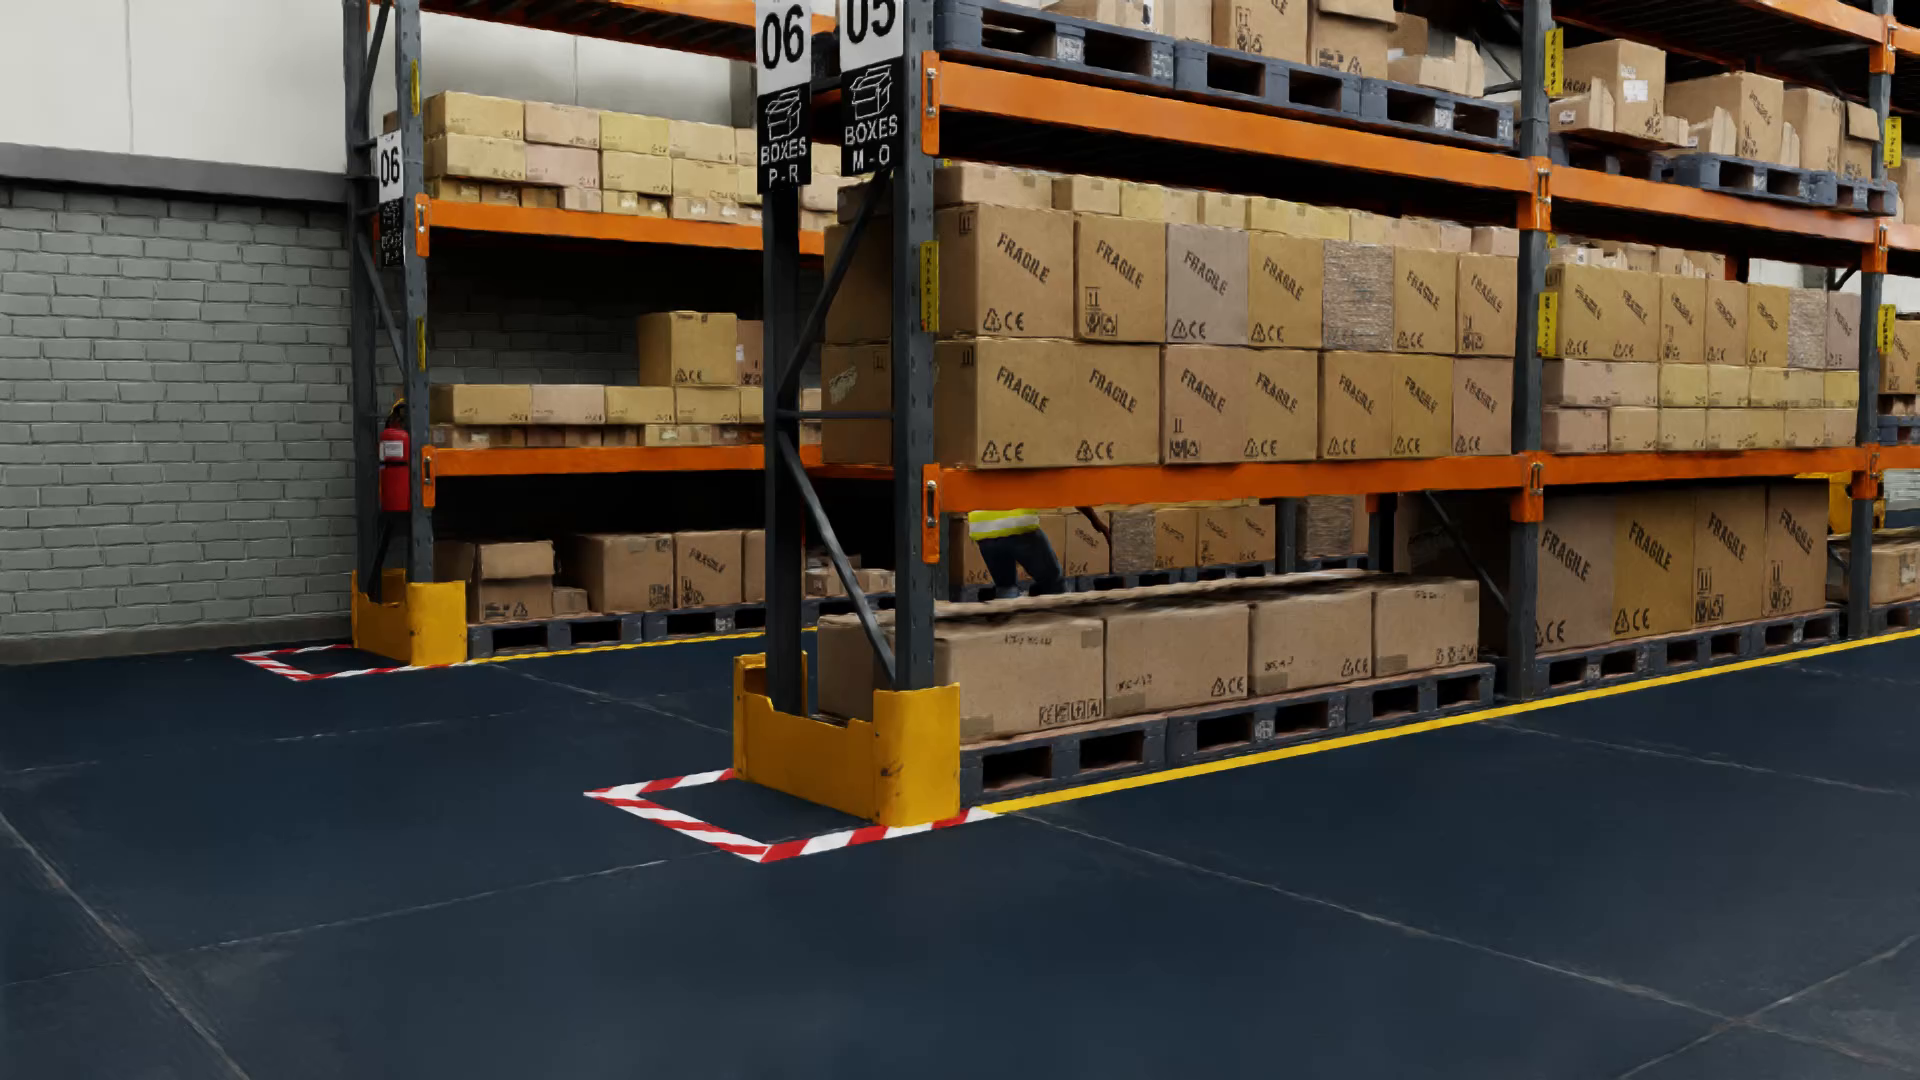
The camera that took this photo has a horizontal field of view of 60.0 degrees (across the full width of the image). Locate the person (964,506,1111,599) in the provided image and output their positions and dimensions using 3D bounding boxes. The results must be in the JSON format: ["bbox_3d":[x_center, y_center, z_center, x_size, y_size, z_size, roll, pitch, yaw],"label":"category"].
[{"bbox_3d":[0.391,-0.043,9.797,0.968,1.685,0.501,2,5,26],"label":"person"}]
